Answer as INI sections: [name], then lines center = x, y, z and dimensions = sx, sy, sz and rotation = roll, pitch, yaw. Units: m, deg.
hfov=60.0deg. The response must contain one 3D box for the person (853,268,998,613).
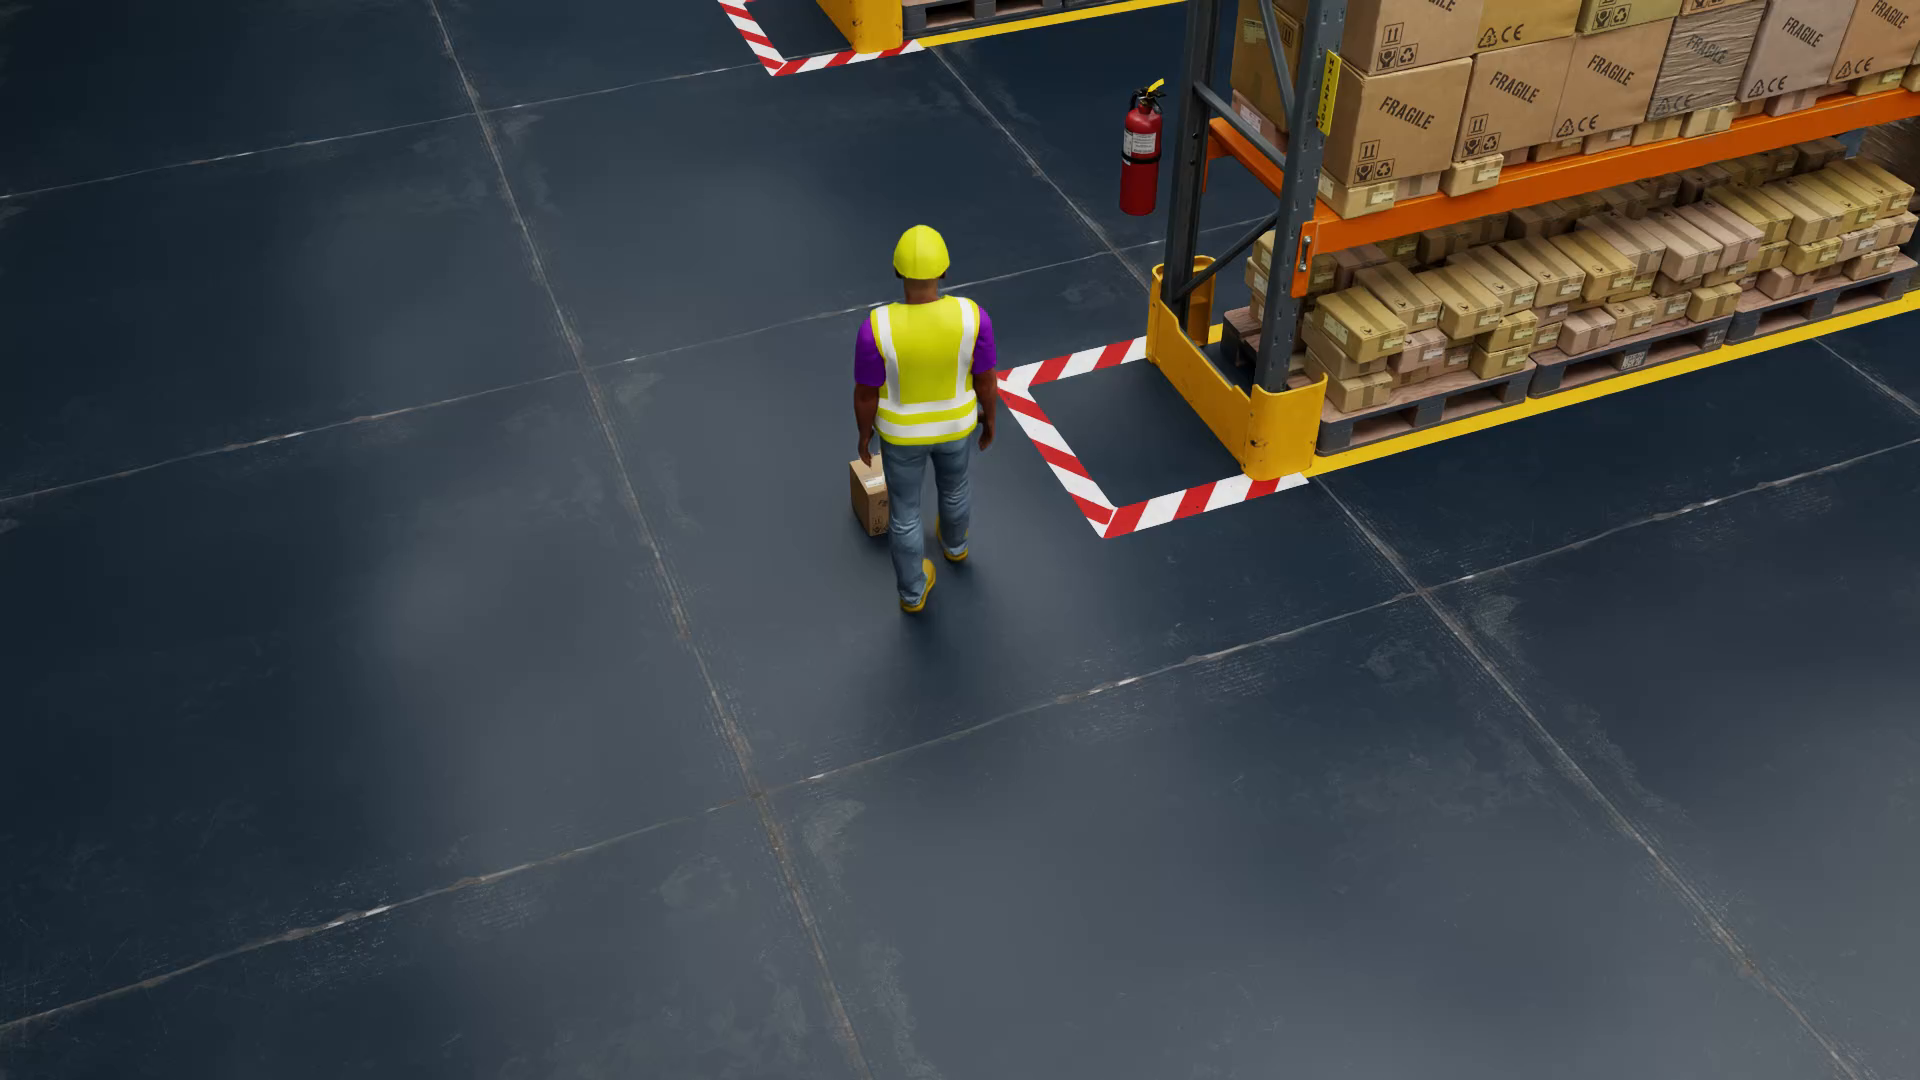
[person]
center = -0.159, -0.526, 6.758
dimensions = 0.575, 1.726, 0.612
rotation = -7, 42, -8
